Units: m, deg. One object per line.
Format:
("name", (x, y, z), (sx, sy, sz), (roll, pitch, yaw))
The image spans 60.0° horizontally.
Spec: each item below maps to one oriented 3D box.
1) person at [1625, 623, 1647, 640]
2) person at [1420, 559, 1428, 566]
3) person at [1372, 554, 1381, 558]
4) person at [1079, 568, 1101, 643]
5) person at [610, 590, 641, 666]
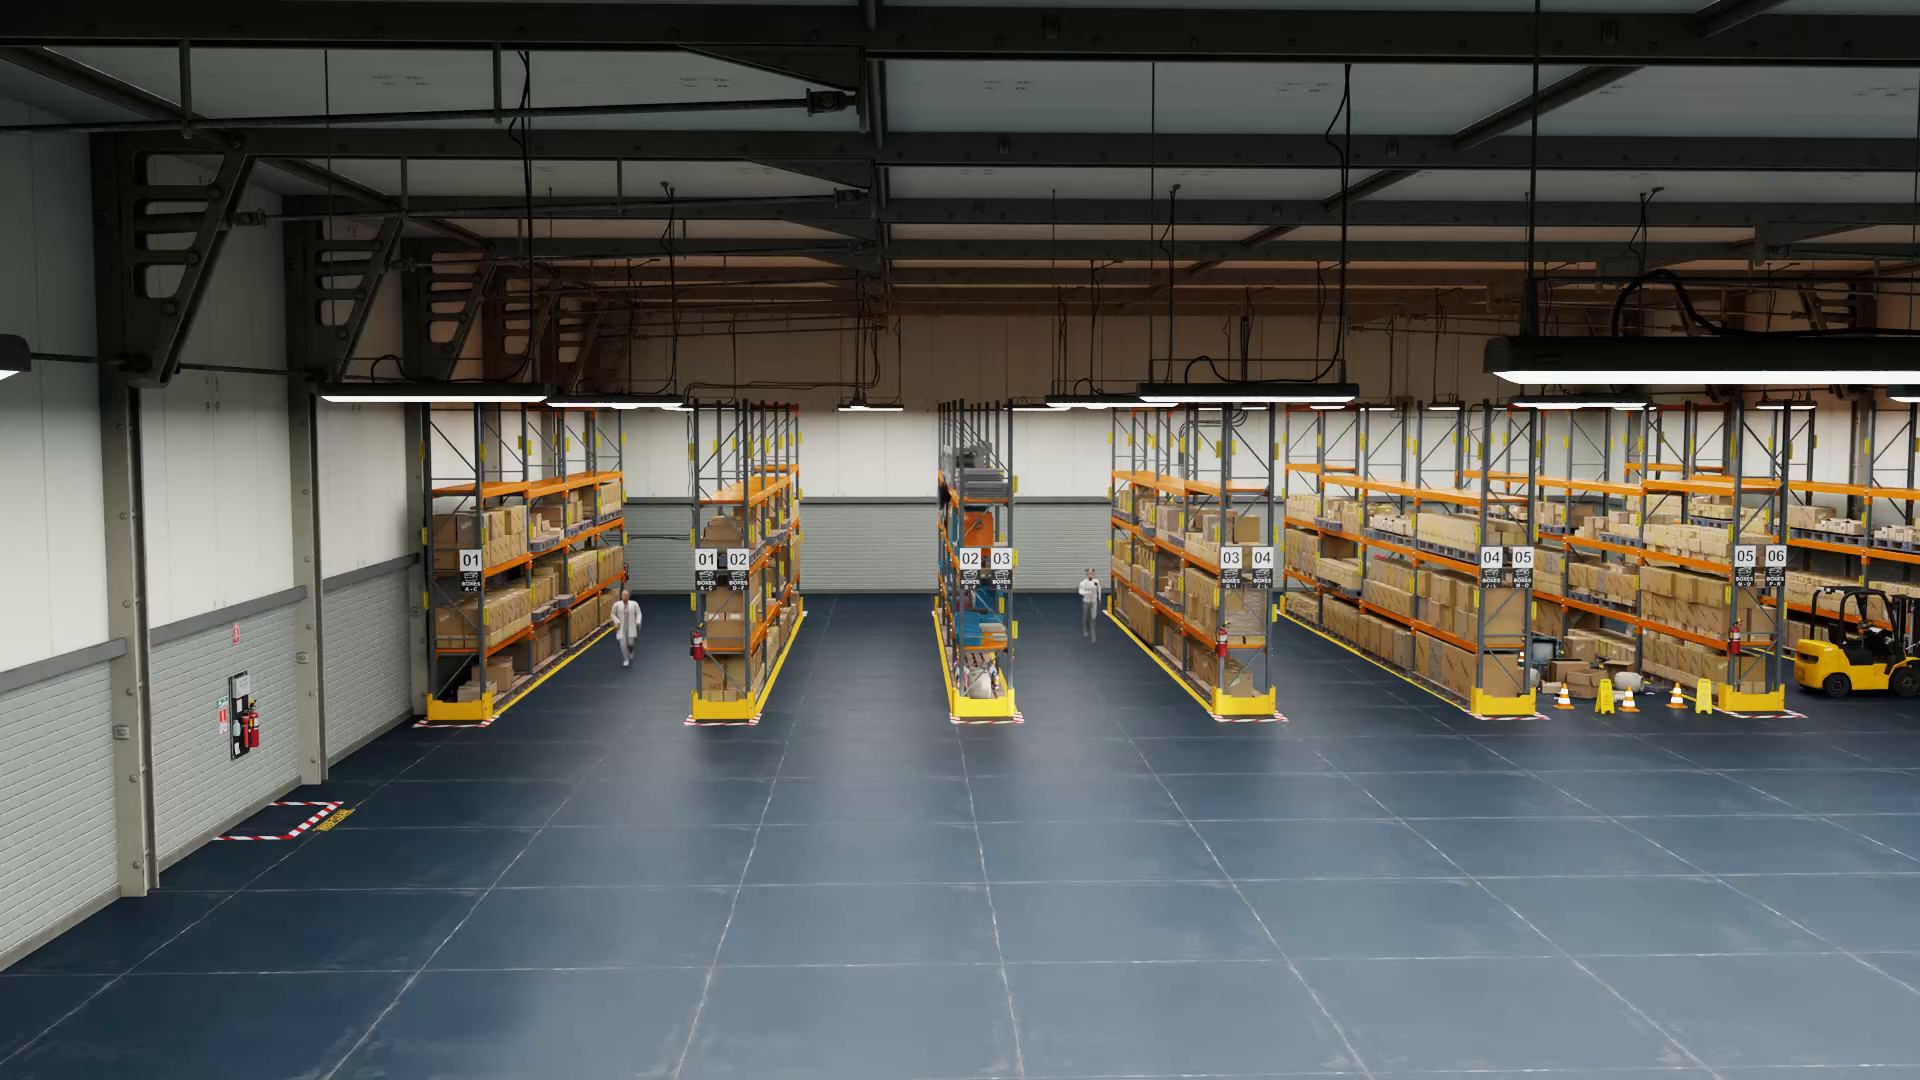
("person", (16.668, 1.755, 40.653), (0.670, 1.781, 0.933), (-1, 4, -11))
("person", (13.821, 1.059, 49.849), (0.909, 1.742, 0.650), (-1, 4, -15))
("person", (11.950, 1.289, 47.026), (0.660, 1.739, 0.831), (-4, 6, -39))
("person", (3.150, 1.563, 40.181), (0.592, 1.791, 0.794), (0, 4, -5))
("person", (-7.585, 2.001, 37.759), (0.686, 1.724, 0.681), (-1, 4, -10))
